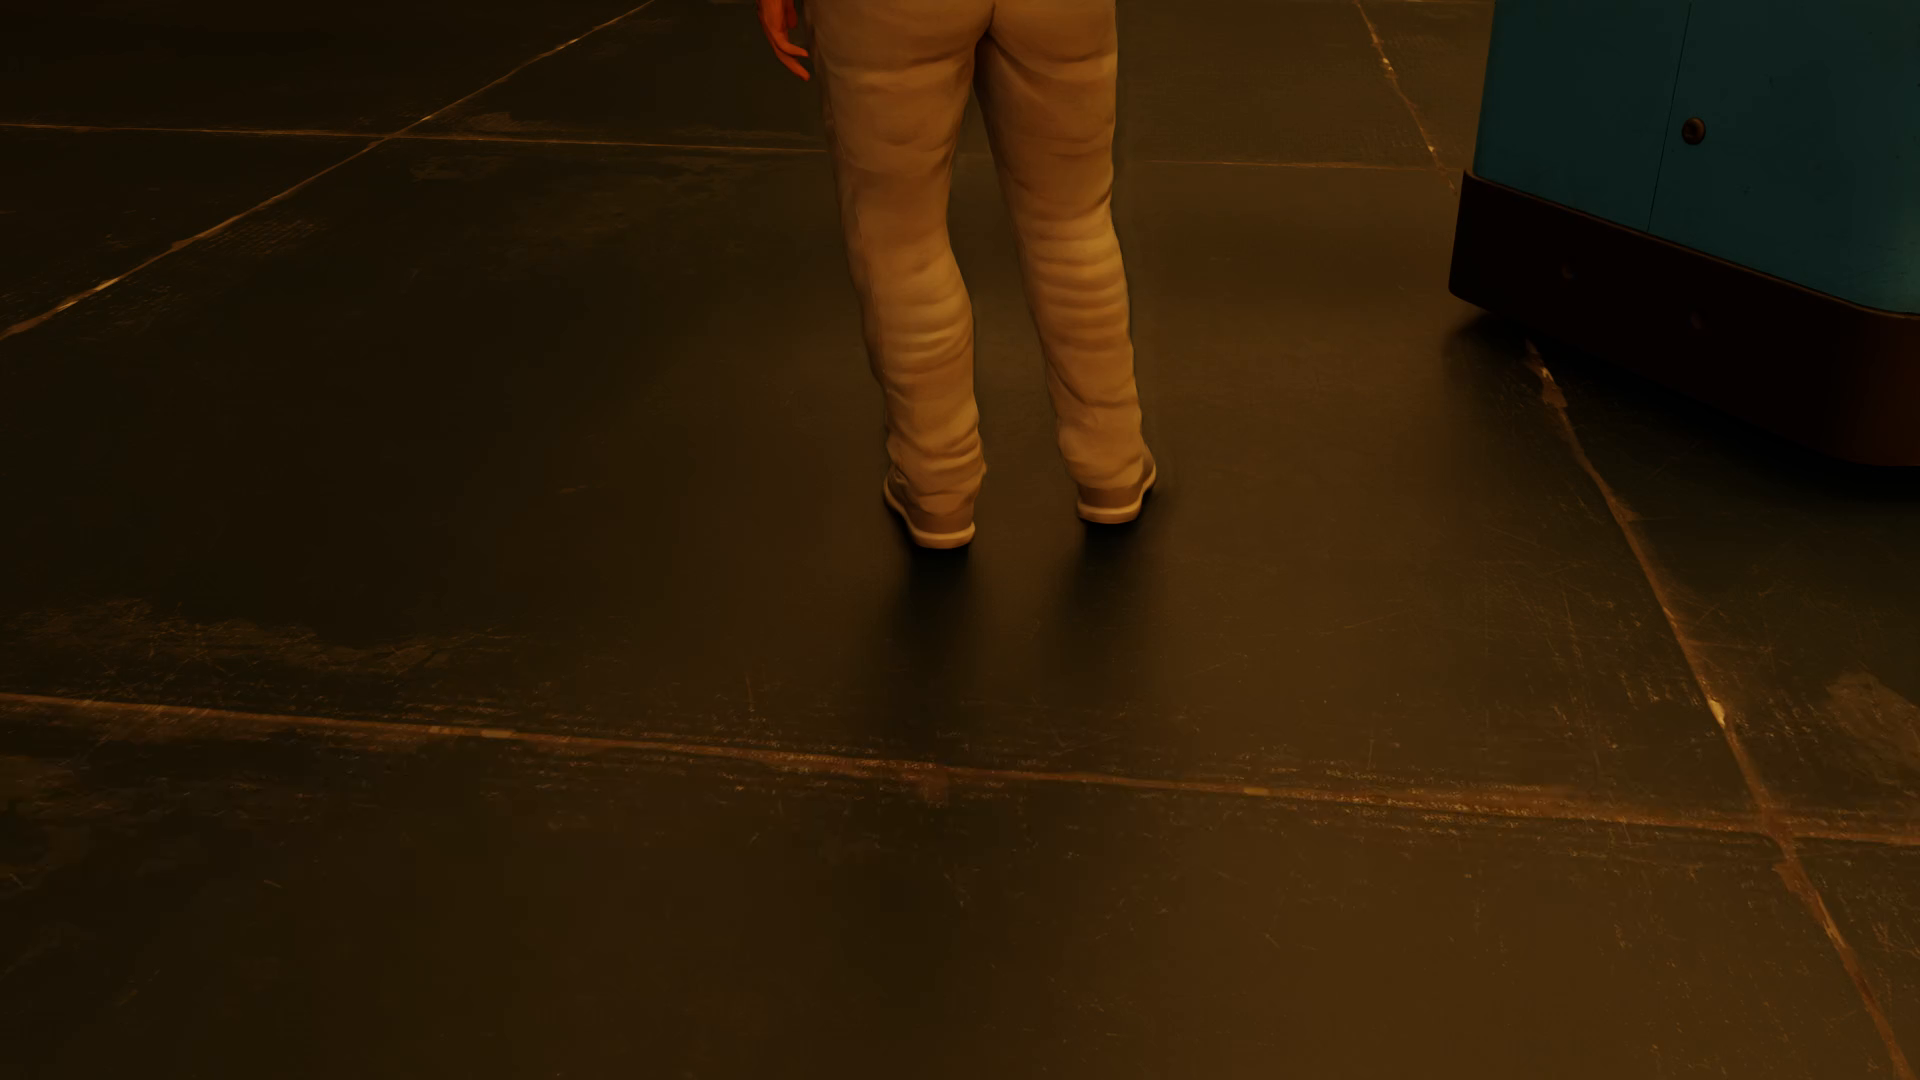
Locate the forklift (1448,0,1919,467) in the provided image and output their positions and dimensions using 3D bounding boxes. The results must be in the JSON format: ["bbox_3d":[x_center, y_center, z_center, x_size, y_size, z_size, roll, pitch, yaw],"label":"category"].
[{"bbox_3d":[2.542,-1.841,2.907,3.031,2.935,1.130,-12,29,-22],"label":"forklift"}]

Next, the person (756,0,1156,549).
[{"bbox_3d":[0.038,-0.773,2.184,0.682,1.670,0.417,-12,29,-23],"label":"person"}]
